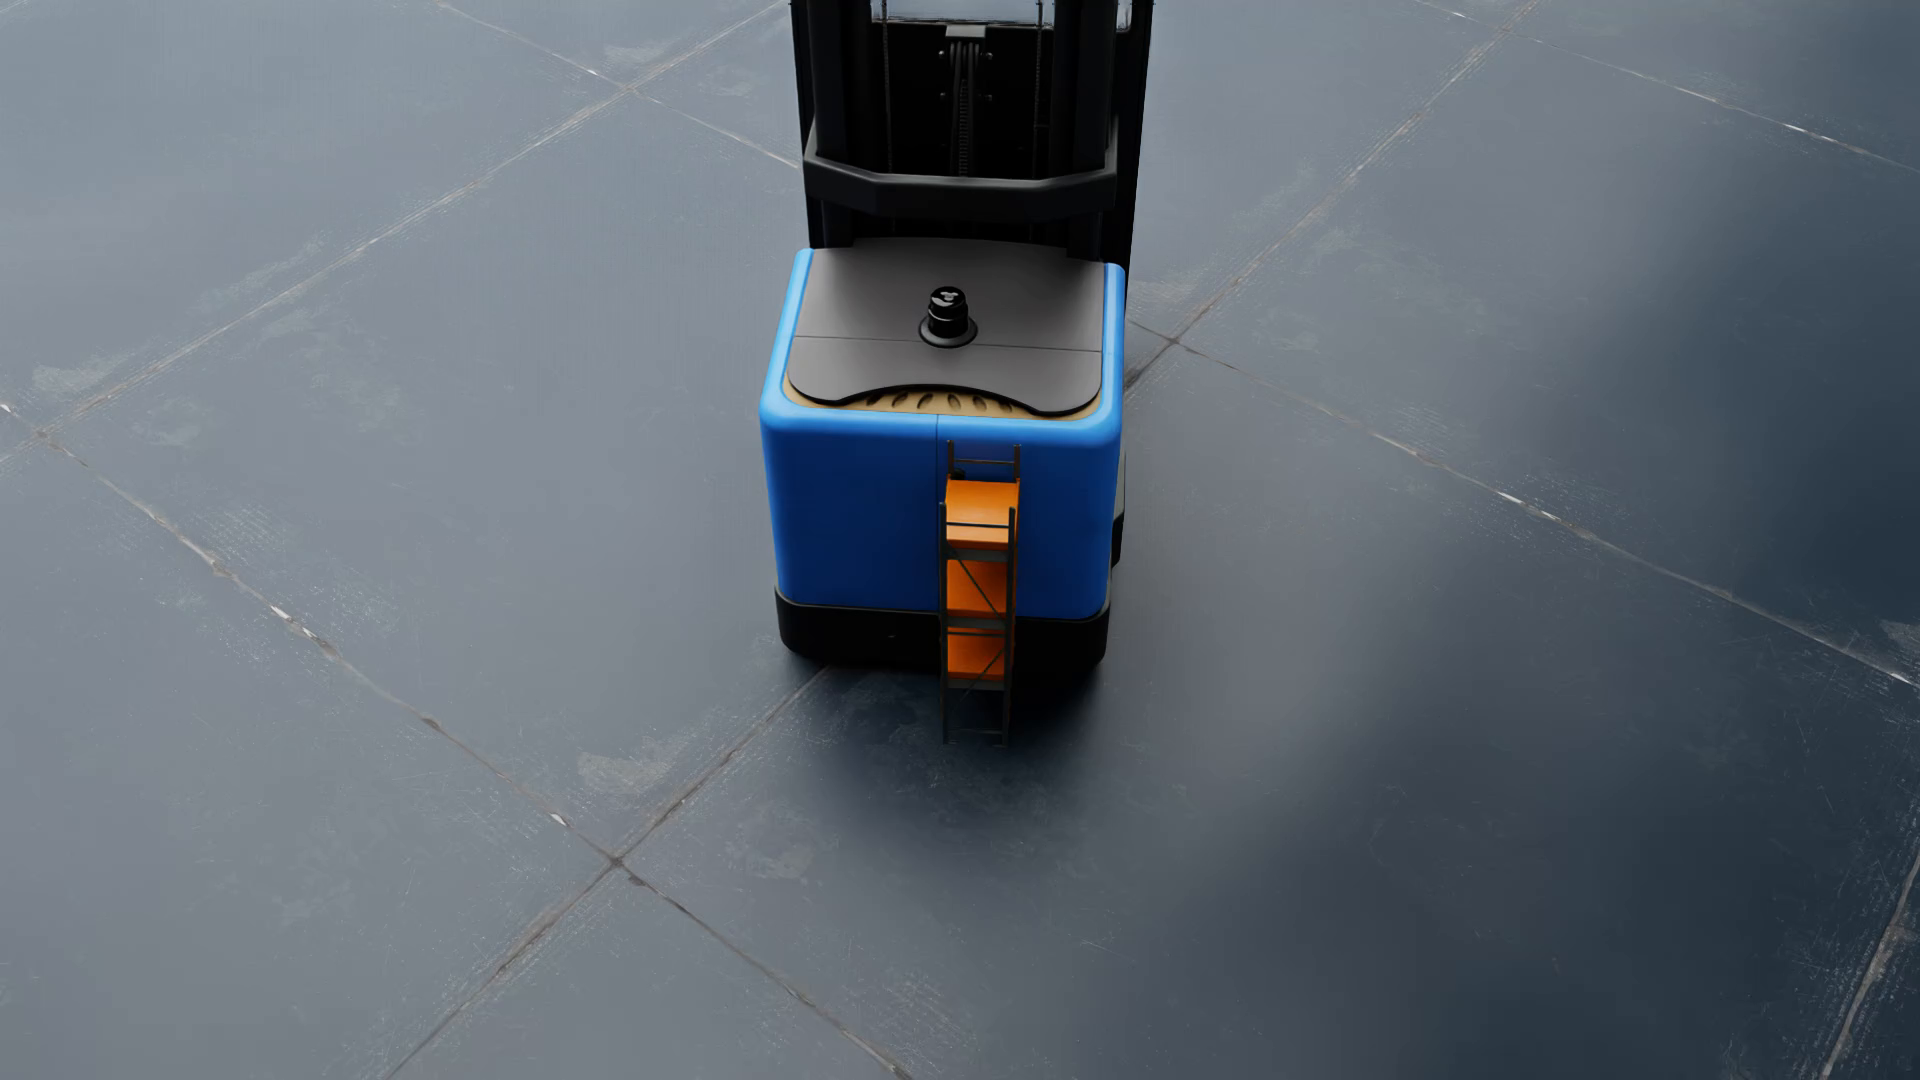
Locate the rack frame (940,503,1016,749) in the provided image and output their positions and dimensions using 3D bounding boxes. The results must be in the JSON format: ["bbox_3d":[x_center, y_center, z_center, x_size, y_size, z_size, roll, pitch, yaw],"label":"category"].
[{"bbox_3d":[0.046,0.273,4.763,0.200,1.050,0.008,3,46,3],"label":"rack frame"}]

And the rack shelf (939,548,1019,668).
[{"bbox_3d":[0.056,0.192,4.855,0.215,0.259,0.240,3,46,3],"label":"rack shelf"}]

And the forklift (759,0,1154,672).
[{"bbox_3d":[0.054,-1.660,5.309,1.130,2.935,3.031,3,46,3],"label":"forklift"}]

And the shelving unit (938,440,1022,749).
[{"bbox_3d":[0.056,0.185,4.847,0.215,1.050,0.252,3,46,3],"label":"shelving unit"}]

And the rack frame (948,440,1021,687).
[{"bbox_3d":[0.066,0.097,4.931,0.200,1.050,0.008,3,46,3],"label":"rack frame"}]

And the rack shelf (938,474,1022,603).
[{"bbox_3d":[0.056,-0.004,4.650,0.215,0.259,0.240,3,46,3],"label":"rack shelf"}]

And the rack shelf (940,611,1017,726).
[{"bbox_3d":[0.056,0.384,5.056,0.215,0.259,0.240,3,46,3],"label":"rack shelf"}]
